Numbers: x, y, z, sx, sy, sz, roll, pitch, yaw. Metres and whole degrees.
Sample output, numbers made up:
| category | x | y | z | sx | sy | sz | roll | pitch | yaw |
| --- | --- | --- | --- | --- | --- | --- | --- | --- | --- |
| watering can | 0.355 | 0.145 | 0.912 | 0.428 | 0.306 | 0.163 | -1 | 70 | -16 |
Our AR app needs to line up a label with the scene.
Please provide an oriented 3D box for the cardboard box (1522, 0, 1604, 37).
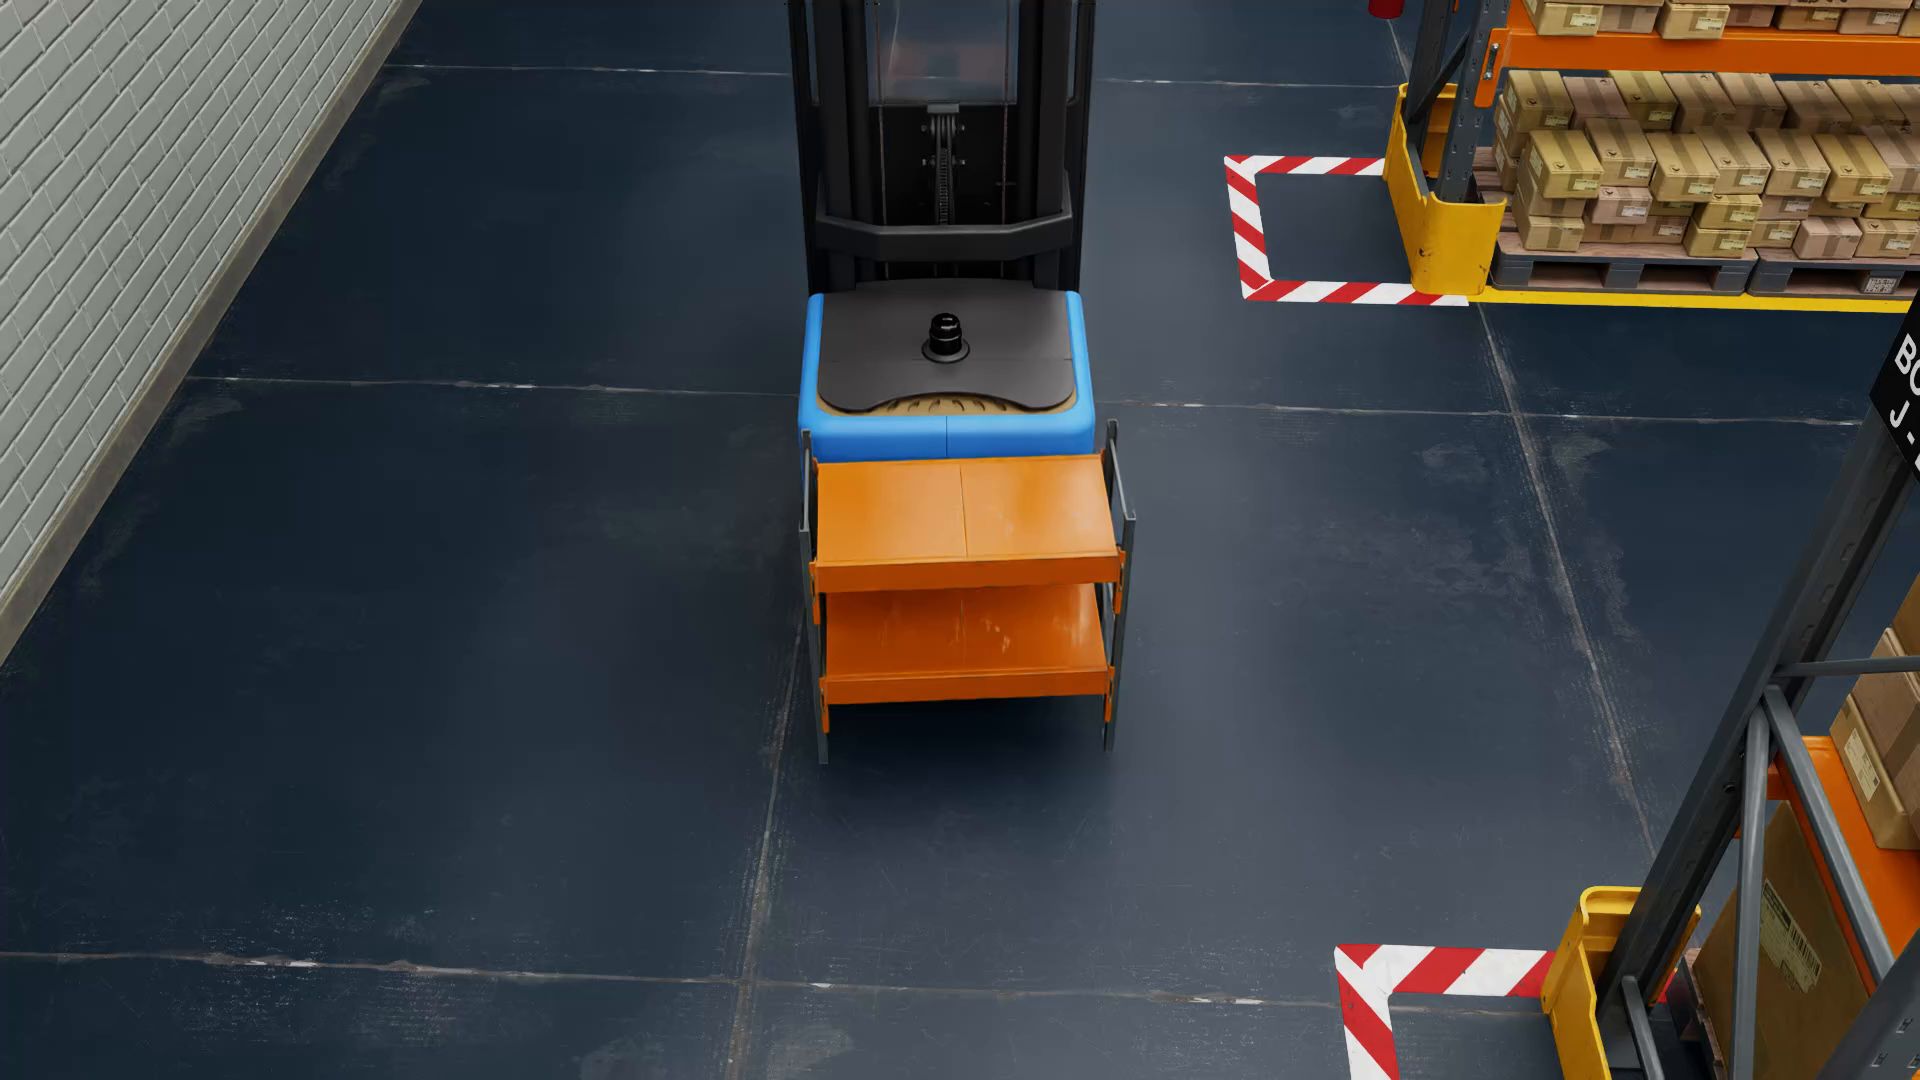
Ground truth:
| category | x | y | z | sx | sy | sz | roll | pitch | yaw |
| --- | --- | --- | --- | --- | --- | --- | --- | --- | --- |
| cardboard box | 2.624 | -2.354 | 7.261 | 0.250 | 0.149 | 0.380 | 1 | 43 | 2 |

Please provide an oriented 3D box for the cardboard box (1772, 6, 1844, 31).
| category | x | y | z | sx | sy | sz | roll | pitch | yaw |
| --- | --- | --- | --- | --- | --- | --- | --- | --- | --- |
| cardboard box | 3.682 | -2.390 | 7.300 | 0.250 | 0.149 | 0.380 | 1 | 43 | 1 |

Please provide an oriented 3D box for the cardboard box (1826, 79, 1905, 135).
| category | x | y | z | sx | sy | sz | roll | pitch | yaw |
| --- | --- | --- | --- | --- | --- | --- | --- | --- | --- |
| cardboard box | 4.416 | -2.102 | 8.153 | 0.250 | 0.149 | 0.380 | 2 | 43 | 2 |

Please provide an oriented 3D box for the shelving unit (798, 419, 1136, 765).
| category | x | y | z | sx | sy | sz | roll | pitch | yaw |
| --- | --- | --- | --- | --- | --- | --- | --- | --- | --- |
| shelving unit | 0.012 | 0.197 | 5.713 | 1.048 | 1.125 | 0.538 | -2 | 43 | -2 |

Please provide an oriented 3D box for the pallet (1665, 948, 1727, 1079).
| category | x | y | z | sx | sy | sz | roll | pitch | yaw |
| --- | --- | --- | --- | --- | --- | --- | --- | --- | --- |
| pallet | 2.793 | 1.687 | 4.785 | 1.213 | 0.211 | 1.003 | 2 | 43 | 2 |

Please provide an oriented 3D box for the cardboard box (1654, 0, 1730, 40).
| category | x | y | z | sx | sy | sz | roll | pitch | yaw |
| --- | --- | --- | --- | --- | --- | --- | --- | --- | --- |
| cardboard box | 3.146 | -2.330 | 7.235 | 0.250 | 0.149 | 0.380 | 1 | 43 | 1 |

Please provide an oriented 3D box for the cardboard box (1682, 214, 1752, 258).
| category | x | y | z | sx | sy | sz | roll | pitch | yaw |
| --- | --- | --- | --- | --- | --- | --- | --- | --- | --- |
| cardboard box | 3.588 | -1.518 | 7.962 | 0.250 | 0.149 | 0.380 | 2 | 43 | 2 |

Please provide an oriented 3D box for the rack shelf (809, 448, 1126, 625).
| category | x | y | z | sx | sy | sz | roll | pitch | yaw |
| --- | --- | --- | --- | --- | --- | --- | --- | --- | --- |
| rack shelf | 0.012 | -0.017 | 5.514 | 1.000 | 0.278 | 0.538 | -2 | 43 | -2 |

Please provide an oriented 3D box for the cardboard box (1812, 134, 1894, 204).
| category | x | y | z | sx | sy | sz | roll | pitch | yaw |
| --- | --- | --- | --- | --- | --- | --- | --- | --- | --- |
| cardboard box | 4.139 | -1.733 | 7.757 | 0.250 | 0.149 | 0.380 | 2 | 43 | 3 |

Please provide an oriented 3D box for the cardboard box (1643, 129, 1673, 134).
| category | x | y | z | sx | sy | sz | roll | pitch | yaw |
| --- | --- | --- | --- | --- | --- | --- | --- | --- | --- |
| cardboard box | 3.375 | -2.062 | 8.328 | 0.250 | 0.149 | 0.380 | 0 | 43 | 0 |

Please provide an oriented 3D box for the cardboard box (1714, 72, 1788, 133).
| category | x | y | z | sx | sy | sz | roll | pitch | yaw |
| --- | --- | --- | --- | --- | --- | --- | --- | --- | --- |
| cardboard box | 3.895 | -2.174 | 8.230 | 0.250 | 0.149 | 0.380 | 3 | 43 | 3 |

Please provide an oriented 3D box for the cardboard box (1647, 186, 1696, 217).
| category | x | y | z | sx | sy | sz | roll | pitch | yaw |
| --- | --- | --- | --- | --- | --- | --- | --- | --- | --- |
| cardboard box | 3.347 | -1.714 | 7.954 | 0.250 | 0.149 | 0.380 | 2 | 43 | 2 |

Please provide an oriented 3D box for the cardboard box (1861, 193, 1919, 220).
| category | x | y | z | sx | sy | sz | roll | pitch | yaw |
| --- | --- | --- | --- | --- | --- | --- | --- | --- | --- |
| cardboard box | 4.410 | -1.693 | 7.932 | 0.250 | 0.149 | 0.380 | 4 | 43 | 4 |

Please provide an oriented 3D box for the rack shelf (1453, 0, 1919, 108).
| category | x | y | z | sx | sy | sz | roll | pitch | yaw |
| --- | --- | --- | --- | --- | --- | --- | --- | --- | --- |
| rack shelf | 4.313 | -2.355 | 7.605 | 4.000 | 0.370 | 1.077 | 2 | 43 | 2 |

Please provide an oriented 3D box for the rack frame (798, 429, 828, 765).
| category | x | y | z | sx | sy | sz | roll | pitch | yaw |
| --- | --- | --- | --- | --- | --- | --- | --- | --- | --- |
| rack frame | -0.496 | 0.215 | 5.694 | 0.032 | 1.125 | 0.500 | -2 | 43 | -2 |

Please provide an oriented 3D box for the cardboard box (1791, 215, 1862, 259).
| category | x | y | z | sx | sy | sz | roll | pitch | yaw |
| --- | --- | --- | --- | --- | --- | --- | --- | --- | --- |
| cardboard box | 4.092 | -1.508 | 7.952 | 0.250 | 0.149 | 0.380 | 0 | 43 | 0 |

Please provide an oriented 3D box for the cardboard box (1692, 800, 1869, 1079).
| category | x | y | z | sx | sy | sz | roll | pitch | yaw |
| --- | --- | --- | --- | --- | --- | --- | --- | --- | --- |
| cardboard box | 2.634 | 1.284 | 4.422 | 0.875 | 0.875 | 0.875 | 2 | 43 | 2 |

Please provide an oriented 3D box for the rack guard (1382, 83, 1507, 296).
| category | x | y | z | sx | sy | sz | roll | pitch | yaw |
| --- | --- | --- | --- | --- | --- | --- | --- | --- | --- |
| rack guard | 2.391 | -1.762 | 8.275 | 0.348 | 0.500 | 1.175 | 2 | 43 | 2 |

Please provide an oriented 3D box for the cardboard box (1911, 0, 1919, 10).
| category | x | y | z | sx | sy | sz | roll | pitch | yaw |
| --- | --- | --- | --- | --- | --- | --- | --- | --- | --- |
| cardboard box | 4.285 | -2.589 | 7.037 | 0.500 | 0.500 | 0.500 | 1 | 43 | 1 |

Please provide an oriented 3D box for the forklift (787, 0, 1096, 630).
| category | x | y | z | sx | sy | sz | roll | pitch | yaw |
| --- | --- | --- | --- | --- | --- | --- | --- | --- | --- |
| forklift | -0.069 | -1.694 | 6.418 | 1.130 | 2.935 | 3.031 | -1 | 43 | -1 |

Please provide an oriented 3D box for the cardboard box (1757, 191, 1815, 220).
| category | x | y | z | sx | sy | sz | roll | pitch | yaw |
| --- | --- | --- | --- | --- | --- | --- | --- | --- | --- |
| cardboard box | 3.867 | -1.688 | 7.927 | 0.250 | 0.149 | 0.380 | 0 | 43 | 0 |

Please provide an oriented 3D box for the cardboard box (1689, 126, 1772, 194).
| category | x | y | z | sx | sy | sz | roll | pitch | yaw |
| --- | --- | --- | --- | --- | --- | --- | --- | --- | --- |
| cardboard box | 3.602 | -1.787 | 7.815 | 0.250 | 0.149 | 0.380 | 0 | 43 | 0 |

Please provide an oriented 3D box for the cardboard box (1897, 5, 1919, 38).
| category | x | y | z | sx | sy | sz | roll | pitch | yaw |
| --- | --- | --- | --- | --- | --- | --- | --- | --- | --- |
| cardboard box | 4.185 | -2.341 | 7.247 | 0.250 | 0.149 | 0.380 | 3 | 43 | 3 |

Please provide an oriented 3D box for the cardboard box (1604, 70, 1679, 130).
| category | x | y | z | sx | sy | sz | roll | pitch | yaw |
| --- | --- | --- | --- | --- | --- | --- | --- | --- | --- |
| cardboard box | 3.368 | -2.196 | 8.253 | 0.250 | 0.149 | 0.380 | 1 | 43 | 1 |

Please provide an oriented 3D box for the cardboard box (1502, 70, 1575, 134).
| category | x | y | z | sx | sy | sz | roll | pitch | yaw |
| --- | --- | --- | --- | --- | --- | --- | --- | --- | --- |
| cardboard box | 2.855 | -2.164 | 8.219 | 0.250 | 0.149 | 0.380 | 2 | 43 | 2 |

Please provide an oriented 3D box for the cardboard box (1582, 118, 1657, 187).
| category | x | y | z | sx | sy | sz | roll | pitch | yaw |
| --- | --- | --- | --- | --- | --- | --- | --- | --- | --- |
| cardboard box | 3.104 | -1.834 | 7.865 | 0.250 | 0.149 | 0.380 | 2 | 43 | 3 |

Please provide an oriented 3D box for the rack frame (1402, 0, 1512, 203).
| category | x | y | z | sx | sy | sz | roll | pitch | yaw |
| --- | --- | --- | --- | --- | --- | --- | --- | --- | --- |
| rack frame | 2.315 | -2.679 | 7.426 | 0.127 | 3.000 | 1.000 | 2 | 43 | 2 |

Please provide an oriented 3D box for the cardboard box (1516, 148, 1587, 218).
| category | x | y | z | sx | sy | sz | roll | pitch | yaw |
| --- | --- | --- | --- | --- | --- | --- | --- | --- | --- |
| cardboard box | 2.827 | -1.708 | 7.948 | 0.250 | 0.149 | 0.380 | 3 | 43 | 4 |

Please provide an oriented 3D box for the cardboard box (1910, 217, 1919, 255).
| category | x | y | z | sx | sy | sz | roll | pitch | yaw |
| --- | --- | --- | --- | --- | --- | --- | --- | --- | --- |
| cardboard box | 4.613 | -1.533 | 7.978 | 0.250 | 0.149 | 0.380 | 3 | 43 | 3 |

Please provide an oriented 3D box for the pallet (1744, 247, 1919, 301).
| category | x | y | z | sx | sy | sz | roll | pitch | yaw |
| --- | --- | --- | --- | --- | --- | --- | --- | --- | --- |
| pallet | 4.417 | -1.568 | 8.279 | 1.213 | 0.211 | 1.003 | 2 | 43 | 2 |

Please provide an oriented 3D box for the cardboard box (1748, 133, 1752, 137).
| category | x | y | z | sx | sy | sz | roll | pitch | yaw |
| --- | --- | --- | --- | --- | --- | --- | --- | --- | --- |
| cardboard box | 3.892 | -2.055 | 8.321 | 0.250 | 0.149 | 0.380 | 2 | 43 | 3 |

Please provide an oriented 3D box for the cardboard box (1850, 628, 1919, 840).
| category | x | y | z | sx | sy | sz | roll | pitch | yaw |
| --- | --- | --- | --- | --- | --- | --- | --- | --- | --- |
| cardboard box | 2.487 | 0.475 | 3.931 | 0.500 | 0.250 | 0.500 | 1 | 43 | 1 |

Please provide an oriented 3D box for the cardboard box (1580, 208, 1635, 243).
| category | x | y | z | sx | sy | sz | roll | pitch | yaw |
| --- | --- | --- | --- | --- | --- | --- | --- | --- | --- |
| cardboard box | 3.089 | -1.604 | 8.054 | 0.250 | 0.149 | 0.380 | 2 | 43 | 2 |

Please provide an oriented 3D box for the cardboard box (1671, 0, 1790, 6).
| category | x | y | z | sx | sy | sz | roll | pitch | yaw |
| --- | --- | --- | --- | --- | --- | --- | --- | --- | --- |
| cardboard box | 3.287 | -2.624 | 7.074 | 0.500 | 0.500 | 0.500 | 2 | 43 | 2 |
